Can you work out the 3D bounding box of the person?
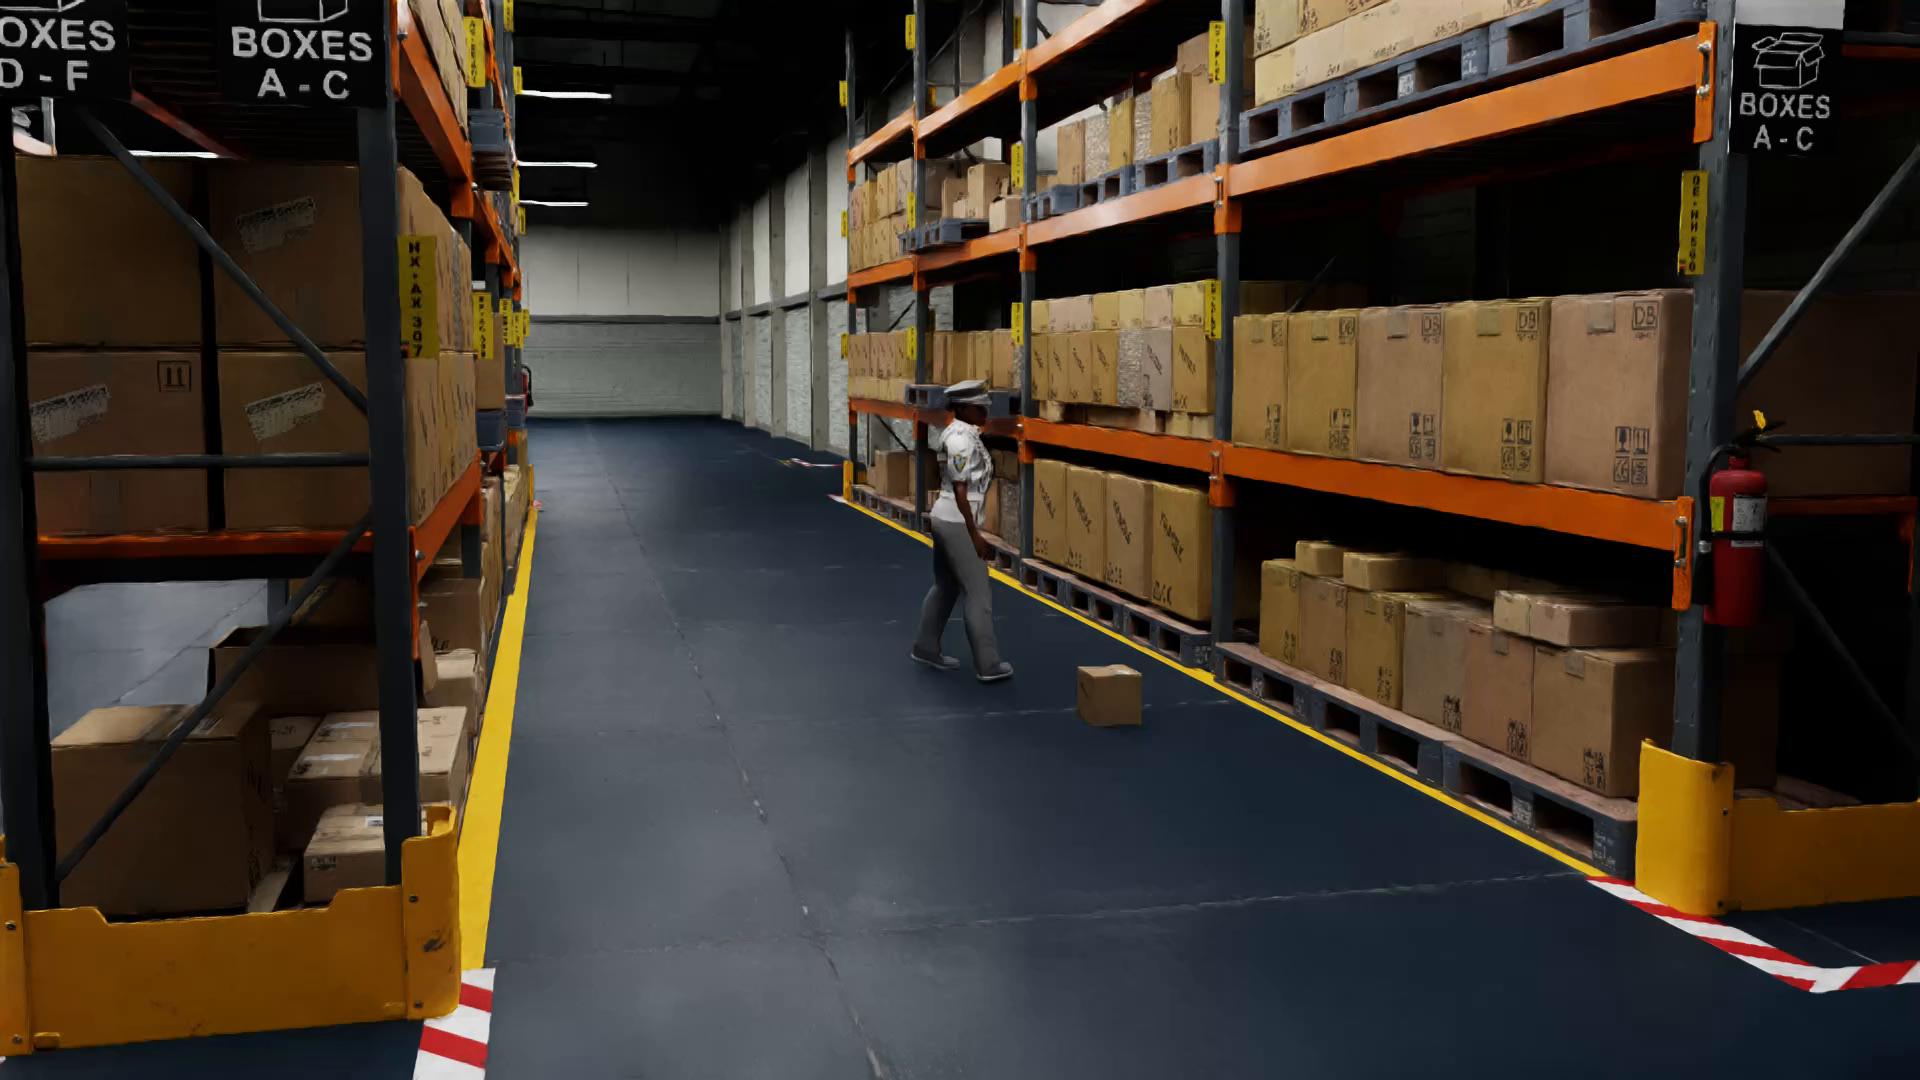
[{"bbox_3d":[0.014,-0.059,9.275,0.555,1.666,0.589,0,6,-2],"label":"person"}]
